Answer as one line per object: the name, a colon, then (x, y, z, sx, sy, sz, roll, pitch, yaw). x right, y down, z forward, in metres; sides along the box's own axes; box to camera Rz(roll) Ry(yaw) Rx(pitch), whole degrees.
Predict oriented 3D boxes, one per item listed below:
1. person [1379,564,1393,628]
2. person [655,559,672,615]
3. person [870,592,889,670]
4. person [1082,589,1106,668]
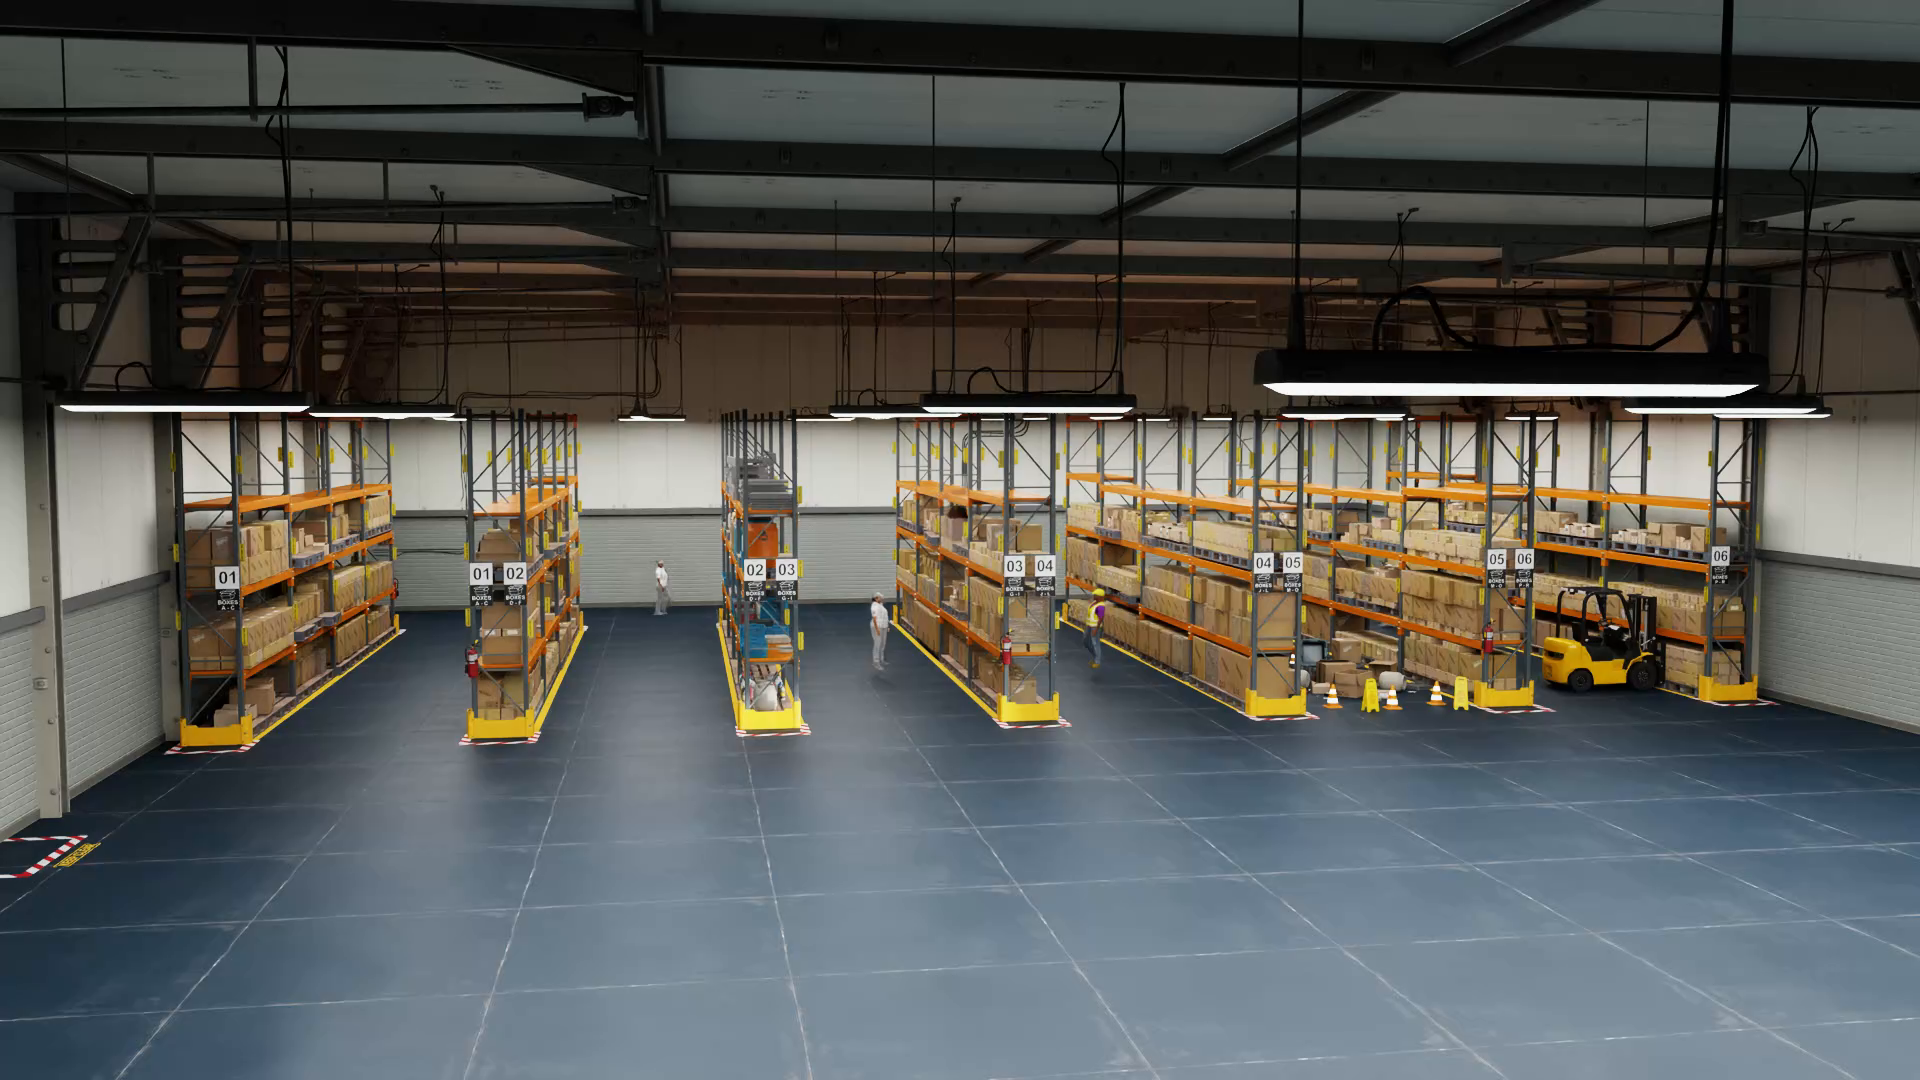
person: (12.030, 1.568, 46.941, 0.462, 1.788, 0.596, 0, 4, 4)
person: (-8.879, 1.420, 49.660, 0.497, 1.709, 0.484, 0, 4, 2)
person: (-1.817, 2.036, 37.645, 0.399, 1.732, 0.561, 2, 4, 26)
person: (3.027, 1.961, 37.370, 0.462, 1.757, 0.680, -2, 4, -25)
